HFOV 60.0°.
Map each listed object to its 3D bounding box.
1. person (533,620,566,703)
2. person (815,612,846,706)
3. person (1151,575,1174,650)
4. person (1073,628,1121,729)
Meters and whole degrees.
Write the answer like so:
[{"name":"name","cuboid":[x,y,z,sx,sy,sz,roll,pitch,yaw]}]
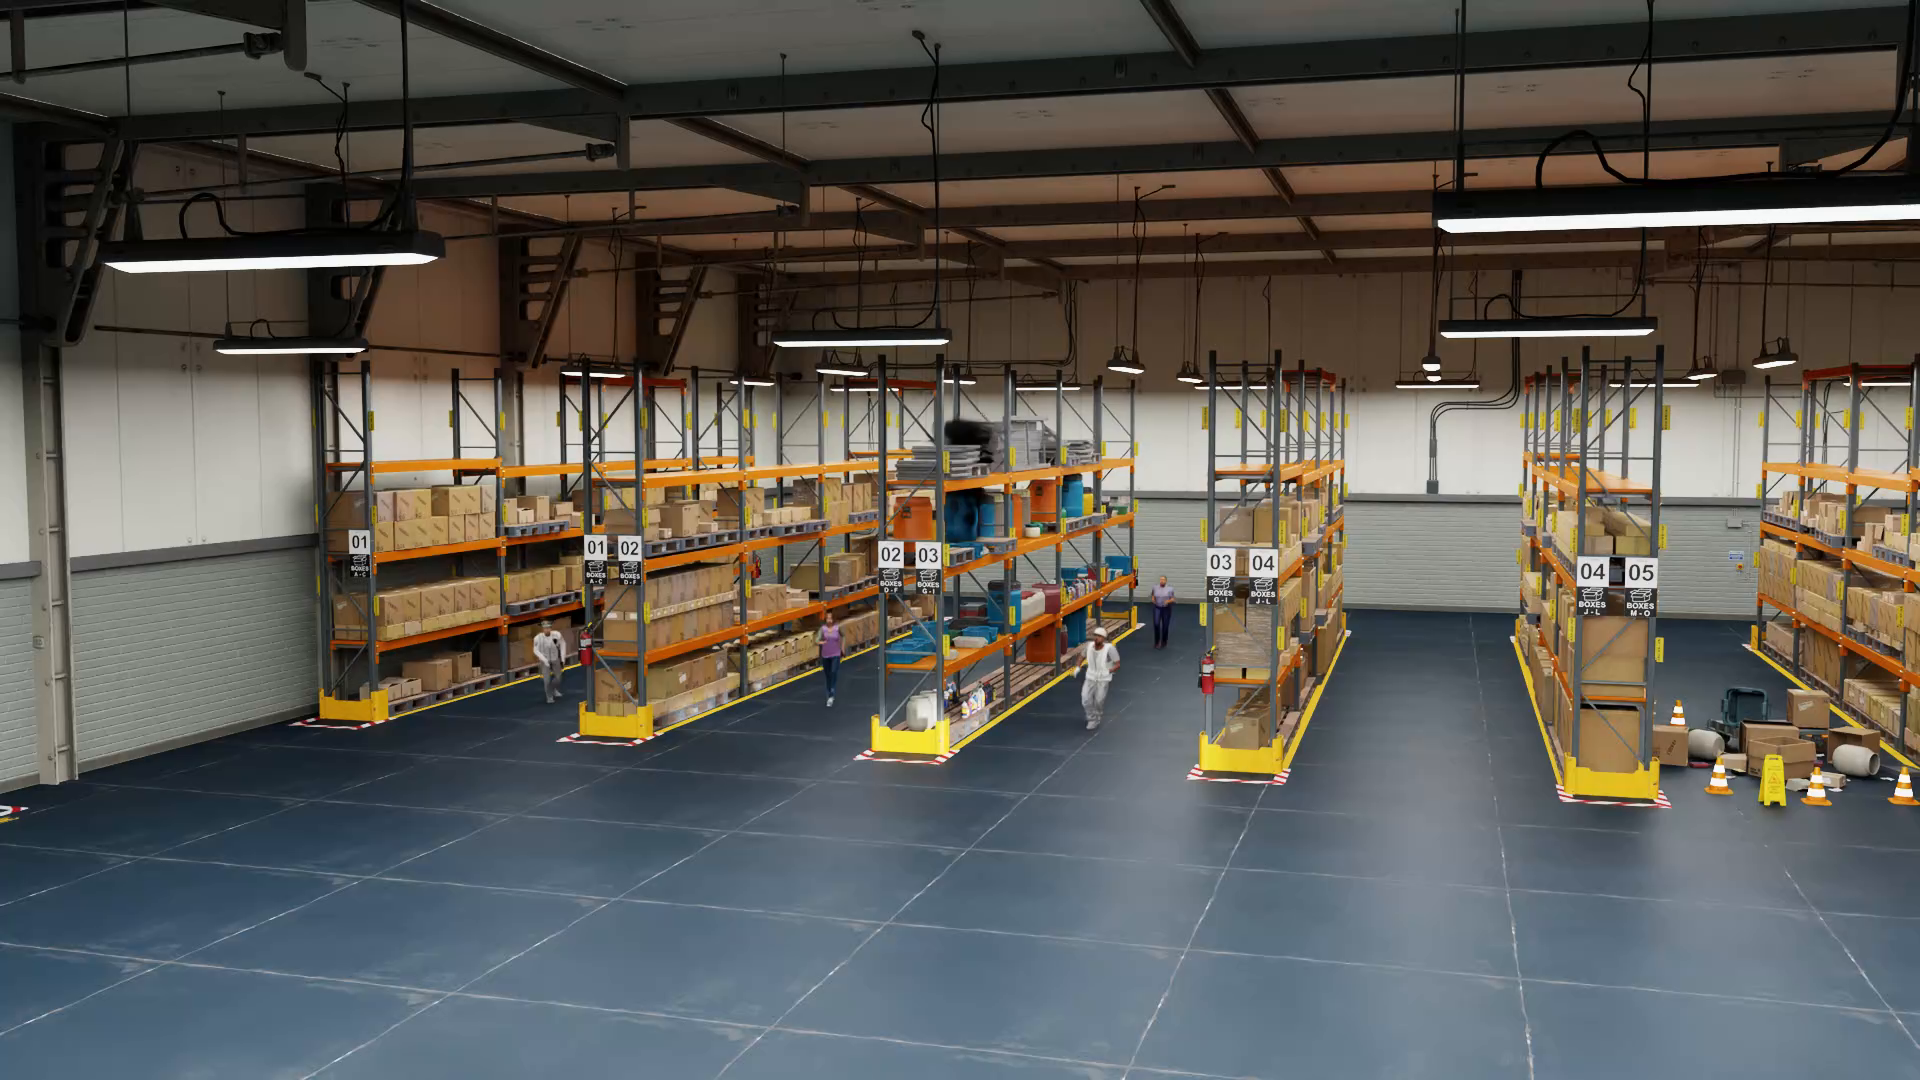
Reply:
[{"name":"person","cuboid":[-7.275,2.138,29.449,0.578,1.515,0.796,-2,4,-24]},{"name":"person","cuboid":[-2.296,2.074,29.458,0.515,1.608,0.861,0,4,4]},{"name":"person","cuboid":[4.465,1.588,36.644,0.506,1.666,0.800,0,4,6]},{"name":"person","cuboid":[2.243,2.253,27.019,0.777,1.678,0.546,1,4,19]}]
